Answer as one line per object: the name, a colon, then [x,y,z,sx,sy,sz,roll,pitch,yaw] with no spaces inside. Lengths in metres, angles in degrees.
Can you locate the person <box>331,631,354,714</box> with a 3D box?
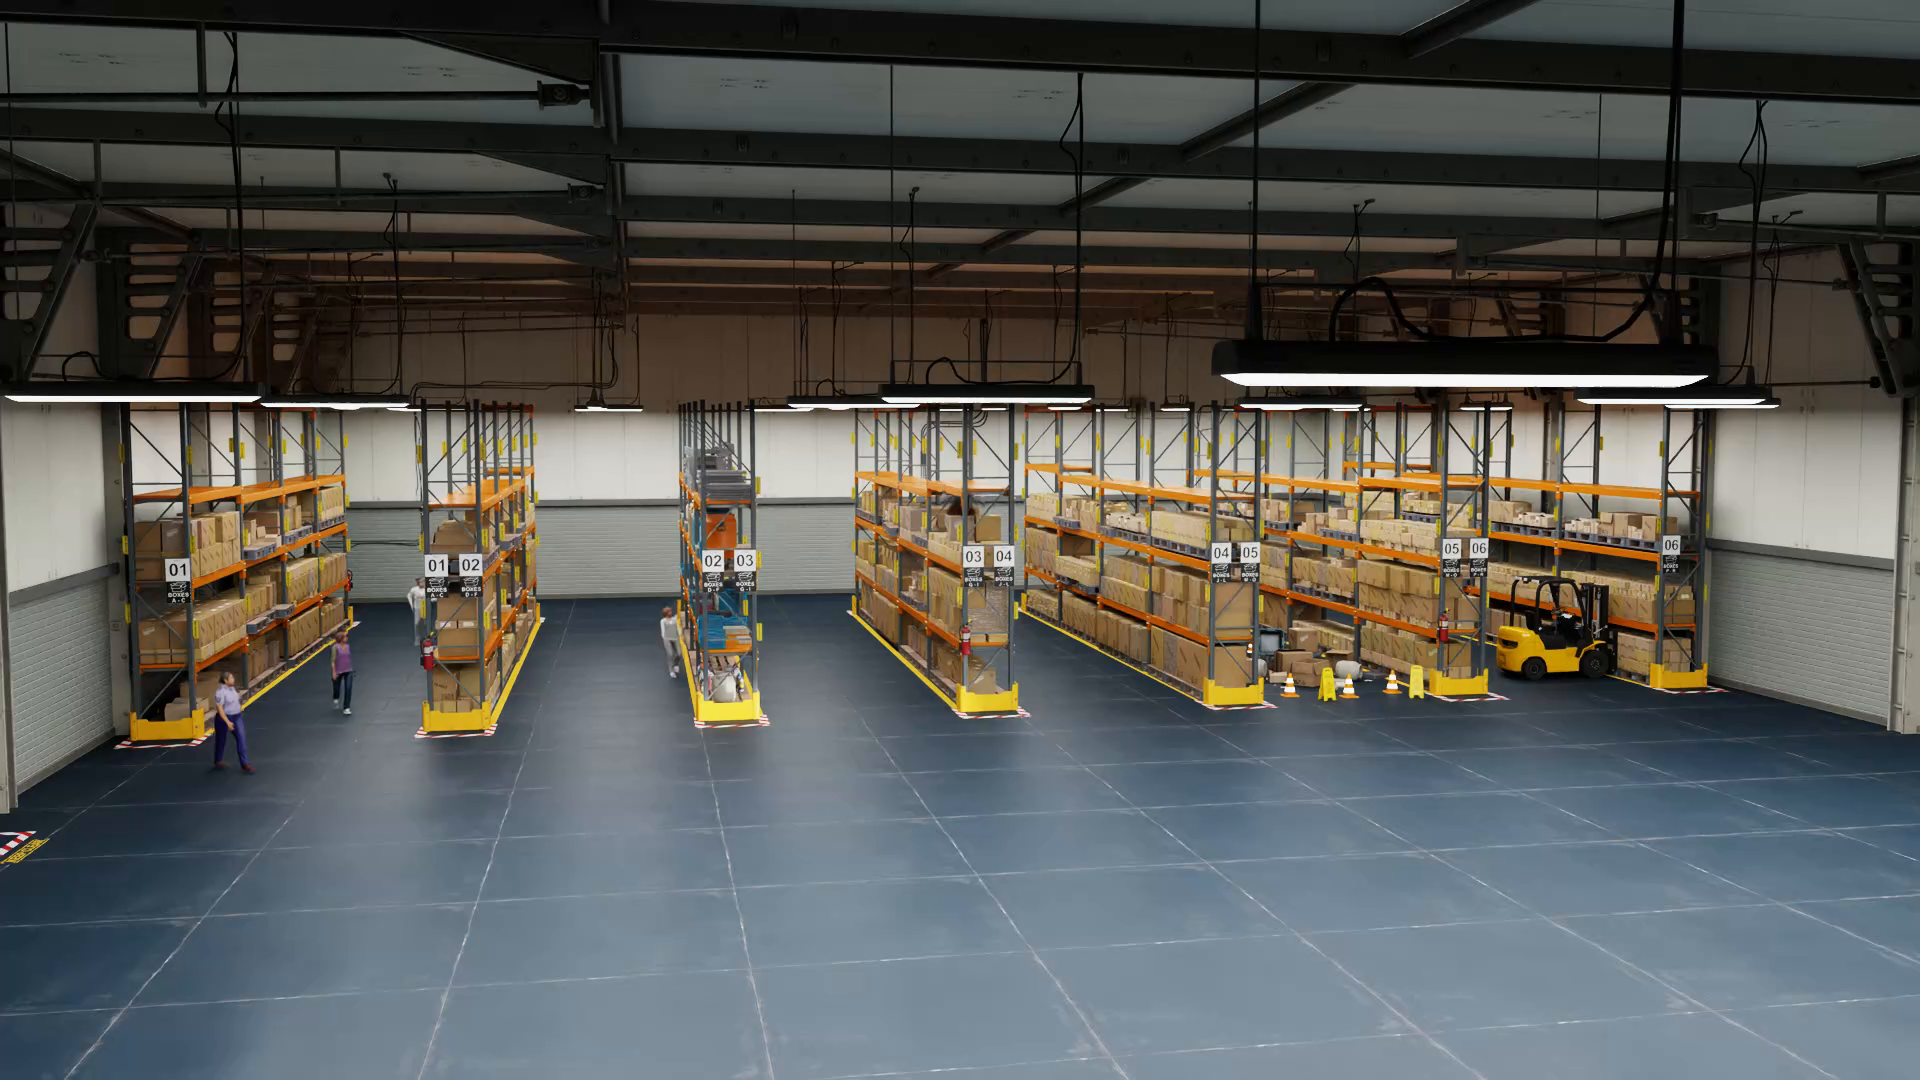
person: [-11.838,2.529,31.864,0.417,1.573,0.664,-2,5,-25]

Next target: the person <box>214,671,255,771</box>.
person: [-11.716,2.894,26.662,0.444,1.574,1.045,-4,6,-41]

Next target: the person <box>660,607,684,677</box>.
person: [-6.317,2.231,36.521,0.438,1.512,0.608,-2,5,-24]

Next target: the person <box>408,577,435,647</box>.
person: [-13.430,1.765,41.424,0.655,1.731,0.782,-1,4,-7]
